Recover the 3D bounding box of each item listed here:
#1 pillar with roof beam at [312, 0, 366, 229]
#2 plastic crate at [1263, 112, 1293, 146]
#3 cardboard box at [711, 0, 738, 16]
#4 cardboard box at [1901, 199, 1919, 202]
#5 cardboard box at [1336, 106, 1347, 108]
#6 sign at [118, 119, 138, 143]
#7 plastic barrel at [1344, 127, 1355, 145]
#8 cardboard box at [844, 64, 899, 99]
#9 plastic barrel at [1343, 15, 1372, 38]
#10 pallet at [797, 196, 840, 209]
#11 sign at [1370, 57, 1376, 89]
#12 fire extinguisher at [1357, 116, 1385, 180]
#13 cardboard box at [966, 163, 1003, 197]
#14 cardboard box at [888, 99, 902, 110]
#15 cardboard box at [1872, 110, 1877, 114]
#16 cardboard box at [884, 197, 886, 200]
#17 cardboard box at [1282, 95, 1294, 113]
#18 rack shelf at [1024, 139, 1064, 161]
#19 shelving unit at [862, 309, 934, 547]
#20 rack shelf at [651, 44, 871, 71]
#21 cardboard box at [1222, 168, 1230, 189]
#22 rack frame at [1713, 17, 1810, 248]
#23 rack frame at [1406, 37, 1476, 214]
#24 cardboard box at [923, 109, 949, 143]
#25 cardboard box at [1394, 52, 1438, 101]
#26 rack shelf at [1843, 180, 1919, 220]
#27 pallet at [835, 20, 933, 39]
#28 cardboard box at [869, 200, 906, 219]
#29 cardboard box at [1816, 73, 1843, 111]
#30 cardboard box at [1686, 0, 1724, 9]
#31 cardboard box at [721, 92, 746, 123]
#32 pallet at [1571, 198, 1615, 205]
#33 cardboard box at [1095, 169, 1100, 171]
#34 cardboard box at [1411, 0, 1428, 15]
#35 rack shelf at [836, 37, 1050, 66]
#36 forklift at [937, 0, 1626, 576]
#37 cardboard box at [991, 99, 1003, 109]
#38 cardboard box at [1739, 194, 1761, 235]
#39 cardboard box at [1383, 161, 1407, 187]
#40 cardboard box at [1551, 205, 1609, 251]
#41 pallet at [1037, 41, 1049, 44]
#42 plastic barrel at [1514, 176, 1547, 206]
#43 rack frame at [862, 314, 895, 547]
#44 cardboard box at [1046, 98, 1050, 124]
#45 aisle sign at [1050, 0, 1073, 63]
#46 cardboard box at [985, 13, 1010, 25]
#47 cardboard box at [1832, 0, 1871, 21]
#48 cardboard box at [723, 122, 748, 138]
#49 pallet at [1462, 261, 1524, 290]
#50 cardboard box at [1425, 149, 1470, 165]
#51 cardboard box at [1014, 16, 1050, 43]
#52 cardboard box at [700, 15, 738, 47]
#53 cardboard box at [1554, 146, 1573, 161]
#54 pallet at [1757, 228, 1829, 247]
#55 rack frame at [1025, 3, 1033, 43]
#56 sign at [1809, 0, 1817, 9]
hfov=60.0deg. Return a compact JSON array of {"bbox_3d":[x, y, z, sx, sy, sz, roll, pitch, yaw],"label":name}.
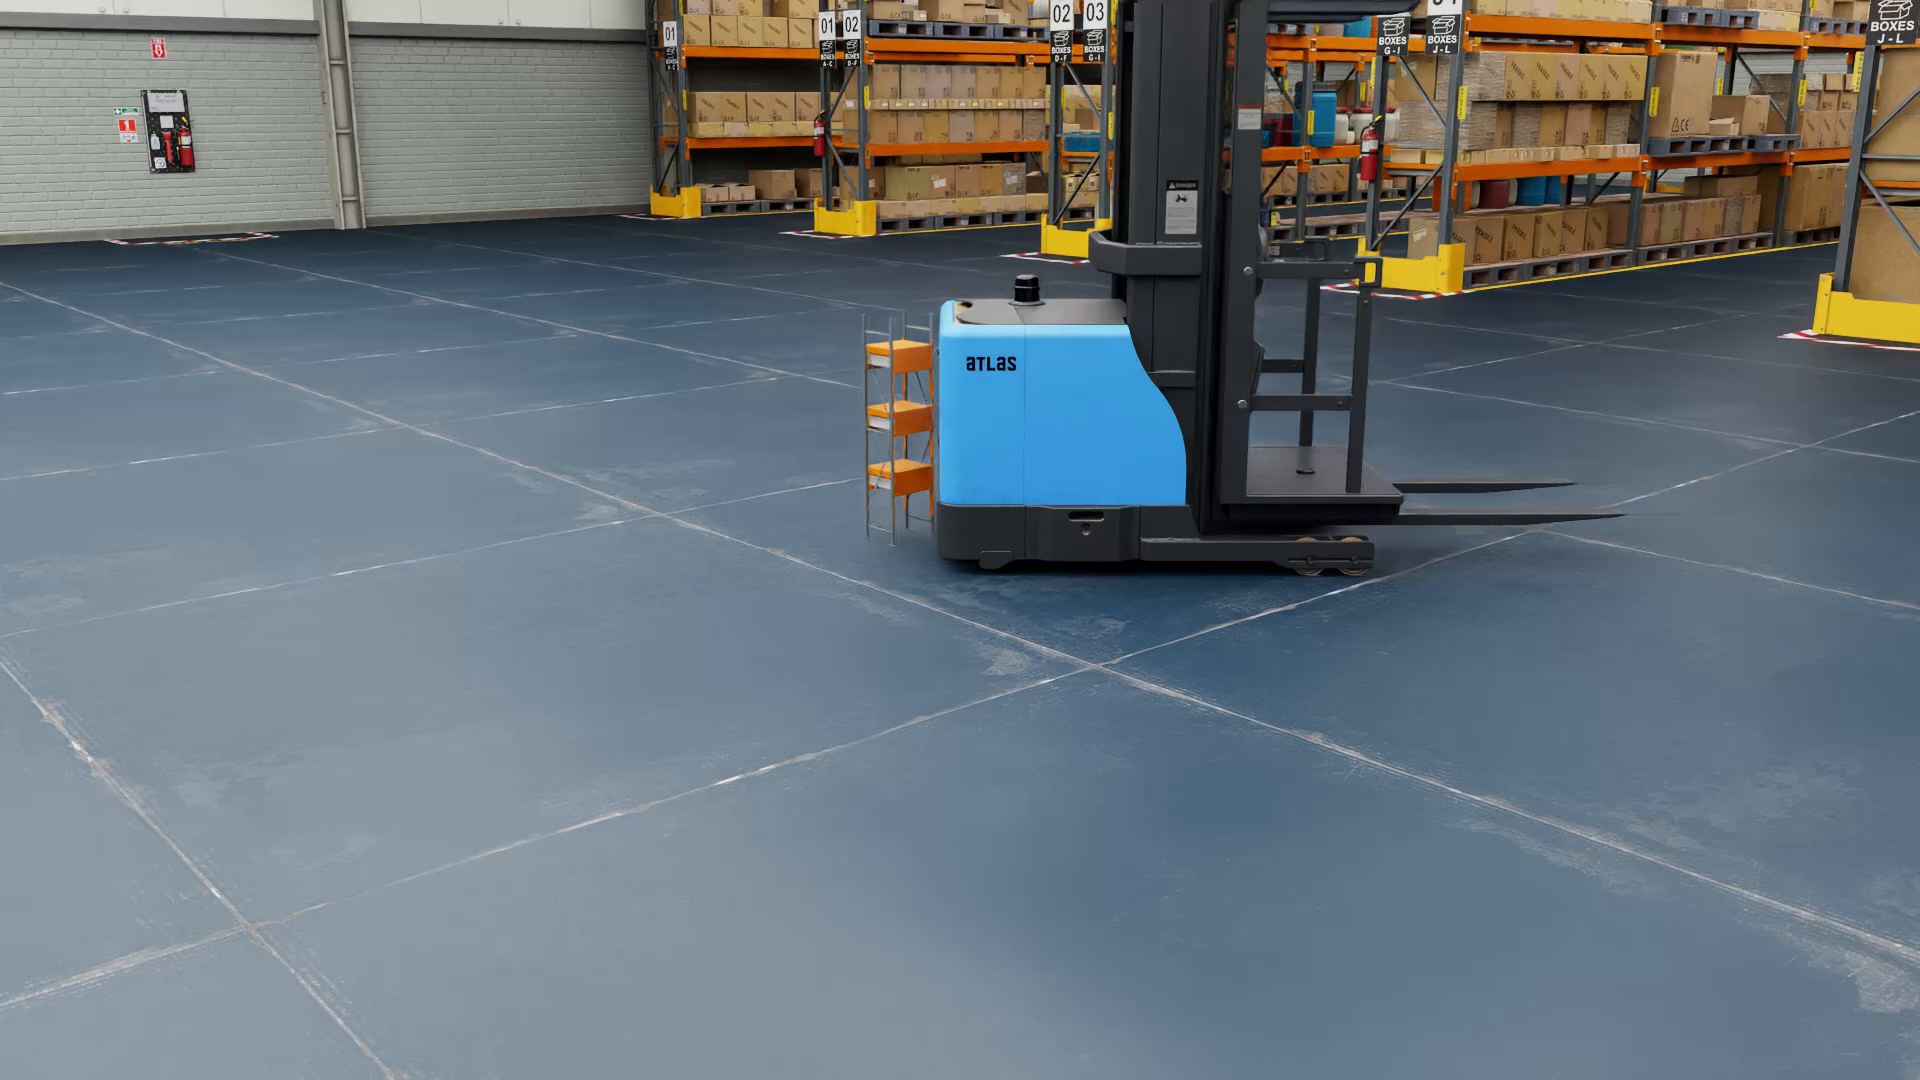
[{"bbox_3d":[-6.714,-8.388,21.715,0.400,9.000,9.100,-13,19,-39],"label":"pillar with roof beam"},{"bbox_3d":[4.711,-5.979,24.196,0.583,0.464,0.402,-13,19,-39],"label":"plastic crate"},{"bbox_3d":[-4.112,-9.141,28.175,0.500,0.500,0.500,-13,20,-40],"label":"cardboard box"},{"bbox_3d":[9.091,-2.635,15.106,0.875,0.875,0.875,-13,20,-40],"label":"cardboard box"},{"bbox_3d":[7.542,-8.309,32.851,0.500,0.500,0.500,-12,19,-38],"label":"cardboard box"},{"bbox_3d":[-11.914,-5.860,23.807,0.234,0.329,0.001,-13,19,-39],"label":"sign"},{"bbox_3d":[5.646,-5.934,24.419,0.301,0.262,0.301,0,15,0],"label":"plastic barrel"},{"bbox_3d":[-1.319,-6.854,24.890,0.500,0.500,0.700,-13,19,-39],"label":"cardboard box"},{"bbox_3d":[5.775,-7.847,24.532,0.708,0.901,0.600,-13,19,-39],"label":"plastic barrel"},{"bbox_3d":[-2.440,-6.267,30.803,1.213,0.211,1.003,-13,19,-39],"label":"pallet"},{"bbox_3d":[4.432,-4.988,17.754,0.005,0.325,0.100,-13,19,-39],"label":"sign"},{"bbox_3d":[4.392,-4.197,17.801,0.183,0.674,0.296,-13,19,-39],"label":"fire extinguisher"},{"bbox_3d":[0.332,-5.719,26.409,0.500,0.500,0.500,-13,19,-39],"label":"cardboard box"},{"bbox_3d":[-1.084,-6.525,24.914,0.250,0.149,0.380,-13,20,-41],"label":"cardboard box"},{"bbox_3d":[12.892,-5.941,23.984,0.500,0.500,0.500,-13,20,-40],"label":"cardboard box"},{"bbox_3d":[-1.139,-5.203,25.932,0.500,0.250,0.500,-13,19,-39],"label":"cardboard box"},{"bbox_3d":[6.041,-8.066,31.128,0.700,0.500,0.500,10,18,33],"label":"cardboard box"},{"bbox_3d":[2.807,-6.762,28.648,4.000,0.370,1.077,-13,19,-39],"label":"rack shelf"},{"bbox_3d":[-0.281,-0.514,7.640,0.252,1.050,0.215,-14,20,-41],"label":"shelving unit"},{"bbox_3d":[-3.465,-8.498,29.332,4.000,0.370,1.077,-13,19,-39],"label":"rack shelf"},{"bbox_3d":[4.847,-6.475,30.170,0.500,0.500,0.500,-12,19,-37],"label":"cardboard box"},{"bbox_3d":[10.816,-5.519,22.601,0.127,3.000,1.000,-13,19,-39],"label":"rack frame"},{"bbox_3d":[7.565,-6.484,26.211,0.127,3.000,1.000,-13,19,-39],"label":"rack frame"},{"bbox_3d":[-0.587,-6.391,25.671,0.500,0.500,0.700,-12,19,-39],"label":"cardboard box"},{"bbox_3d":[5.034,-4.981,17.876,0.500,0.500,0.500,-13,19,-39],"label":"cardboard box"},{"bbox_3d":[9.469,-3.173,15.210,4.000,0.370,1.077,-13,19,-39],"label":"rack shelf"},{"bbox_3d":[-1.169,-7.615,24.804,1.213,0.211,1.003,-13,19,-39],"label":"pallet"},{"bbox_3d":[-1.169,-5.015,25.228,0.500,0.250,0.500,-13,19,-39],"label":"cardboard box"},{"bbox_3d":[11.872,-6.283,23.322,0.637,0.503,0.797,-12,19,-38],"label":"cardboard box"},{"bbox_3d":[8.928,-6.764,20.434,0.637,0.503,0.797,-12,19,-37],"label":"cardboard box"},{"bbox_3d":[-4.037,-7.461,28.668,0.500,0.500,0.500,-13,19,-39],"label":"cardboard box"},{"bbox_3d":[11.111,-5.946,29.602,1.213,0.211,1.003,-13,19,-39],"label":"pallet"},{"bbox_3d":[2.564,-6.299,28.946,0.500,0.311,0.500,-13,20,-40],"label":"cardboard box"},{"bbox_3d":[4.978,-5.672,17.651,0.500,0.250,0.500,-12,19,-38],"label":"cardboard box"},{"bbox_3d":[-0.210,-7.534,25.724,4.000,0.370,1.077,-13,19,-39],"label":"rack shelf"},{"bbox_3d":[1.413,-1.398,7.303,3.031,2.935,1.130,0,15,0],"label":"forklift"},{"bbox_3d":[0.465,-6.873,26.217,0.250,0.149,0.380,-13,20,-40],"label":"cardboard box"},{"bbox_3d":[10.324,-4.407,22.427,0.500,0.500,0.700,-14,20,-42],"label":"cardboard box"},{"bbox_3d":[8.747,-7.452,33.821,0.637,0.503,0.797,-13,19,-39],"label":"cardboard box"},{"bbox_3d":[7.470,-3.777,20.108,0.500,0.500,0.500,-13,20,-41],"label":"cardboard box"},{"bbox_3d":[1.955,-8.280,27.493,1.217,0.209,0.805,-14,20,-42],"label":"pallet"},{"bbox_3d":[9.626,-6.142,28.183,0.708,0.901,0.600,-13,19,-39],"label":"plastic barrel"},{"bbox_3d":[-0.369,-0.492,7.559,0.008,1.050,0.200,-14,20,-41],"label":"rack frame"},{"bbox_3d":[1.596,-8.647,33.499,0.500,0.500,0.500,-12,19,-38],"label":"cardboard box"},{"bbox_3d":[1.280,-6.430,20.973,0.004,0.787,0.394,-13,19,-39],"label":"aisle sign"},{"bbox_3d":[0.568,-8.112,25.895,0.250,0.149,0.380,-13,19,-39],"label":"cardboard box"},{"bbox_3d":[12.343,-7.572,23.457,0.637,0.503,0.797,-13,20,-40],"label":"cardboard box"},{"bbox_3d":[-4.015,-7.106,28.792,0.500,0.250,0.500,-13,20,-41],"label":"cardboard box"},{"bbox_3d":[5.474,-2.961,18.425,1.213,0.211,1.003,-13,19,-39],"label":"pallet"},{"bbox_3d":[5.152,-4.045,17.567,0.250,0.149,0.380,-13,19,-39],"label":"cardboard box"},{"bbox_3d":[1.382,-10.214,33.318,0.700,0.500,0.500,14,21,43],"label":"cardboard box"},{"bbox_3d":[-4.129,-8.656,28.300,0.500,0.500,0.500,-11,19,-36],"label":"cardboard box"},{"bbox_3d":[6.688,-4.376,18.805,0.250,0.149,0.380,-13,19,-39],"label":"cardboard box"},{"bbox_3d":[11.460,-4.291,23.406,1.213,0.211,1.003,-13,19,-39],"label":"pallet"},{"bbox_3d":[1.061,-11.311,32.657,0.127,3.000,1.000,-13,19,-39],"label":"rack frame"},{"bbox_3d":[11.171,-7.112,21.750,0.005,0.325,0.100,-13,19,-39],"label":"sign"}]
